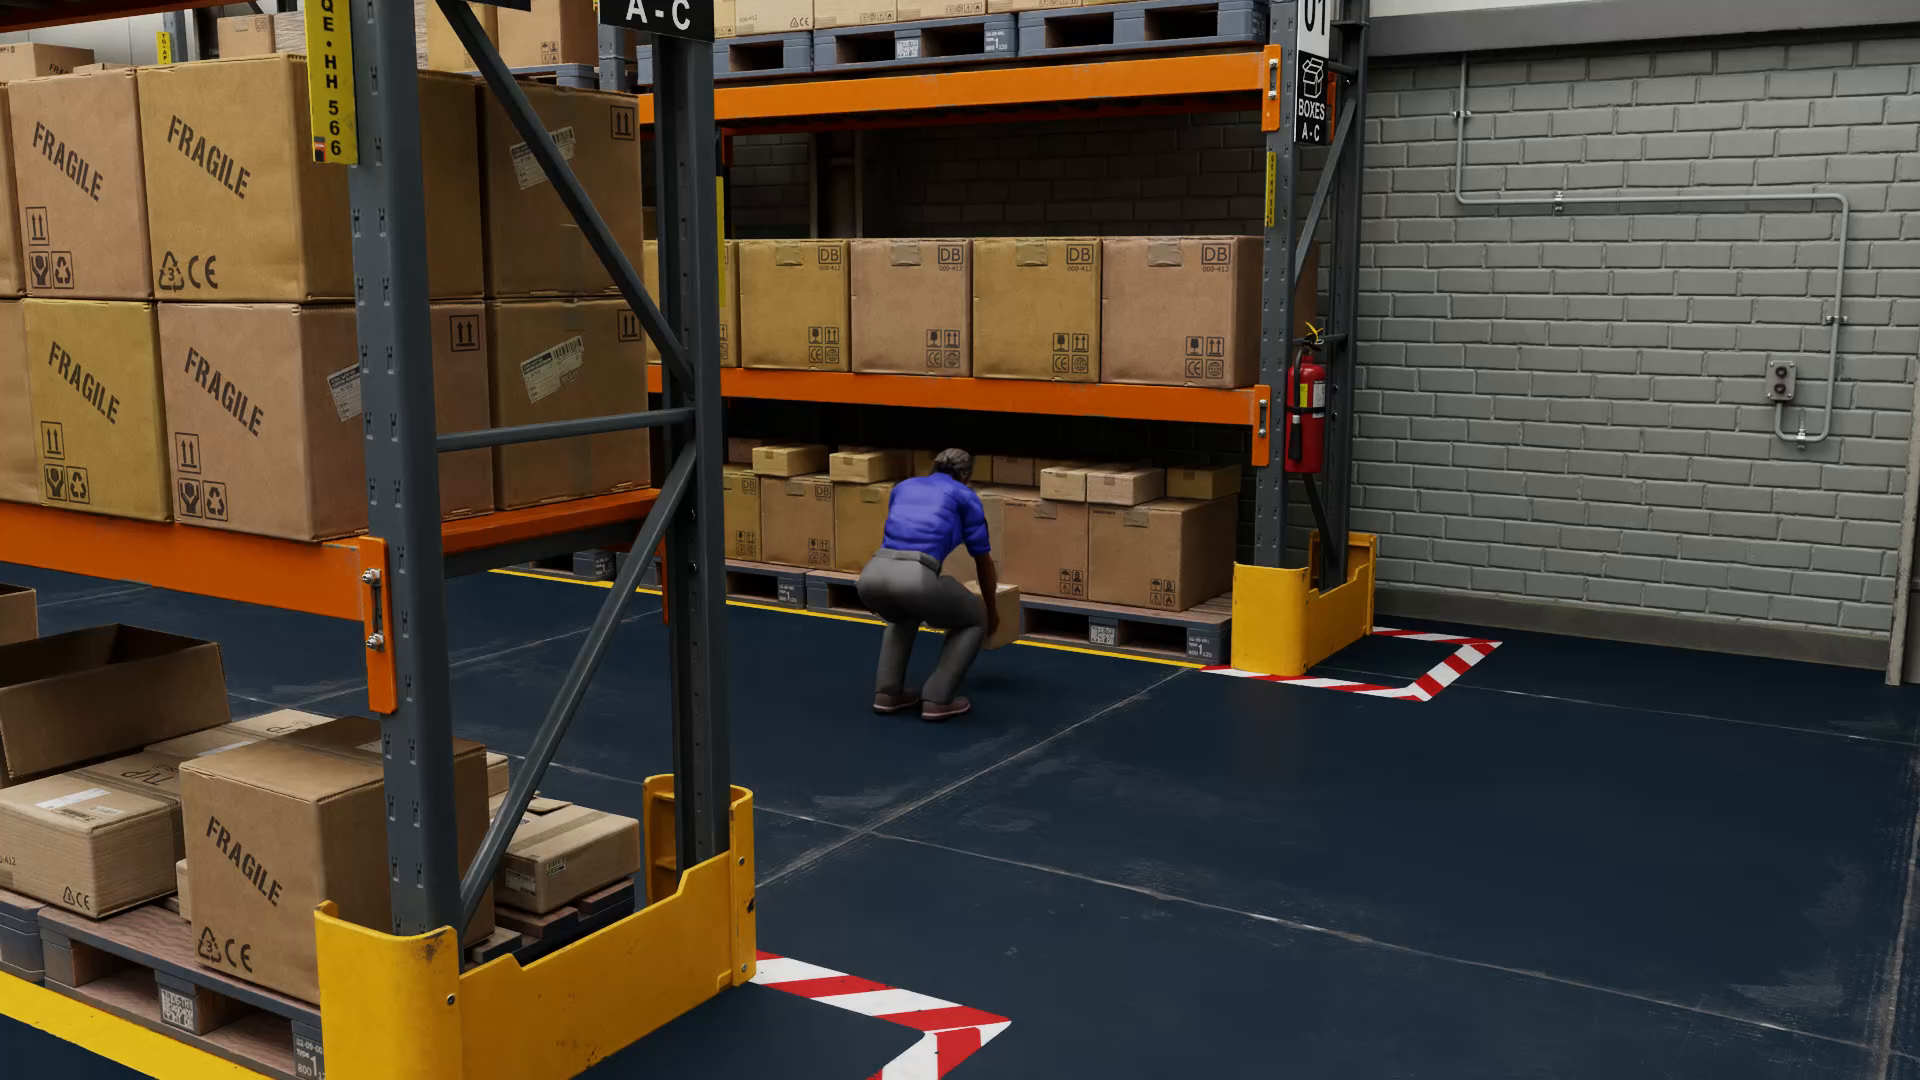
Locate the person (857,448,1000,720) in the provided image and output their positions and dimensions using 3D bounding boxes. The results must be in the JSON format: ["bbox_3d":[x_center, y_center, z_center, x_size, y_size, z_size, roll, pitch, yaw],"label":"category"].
[{"bbox_3d":[-0.150,0.179,7.065,0.499,1.092,0.747,6,11,31],"label":"person"}]
